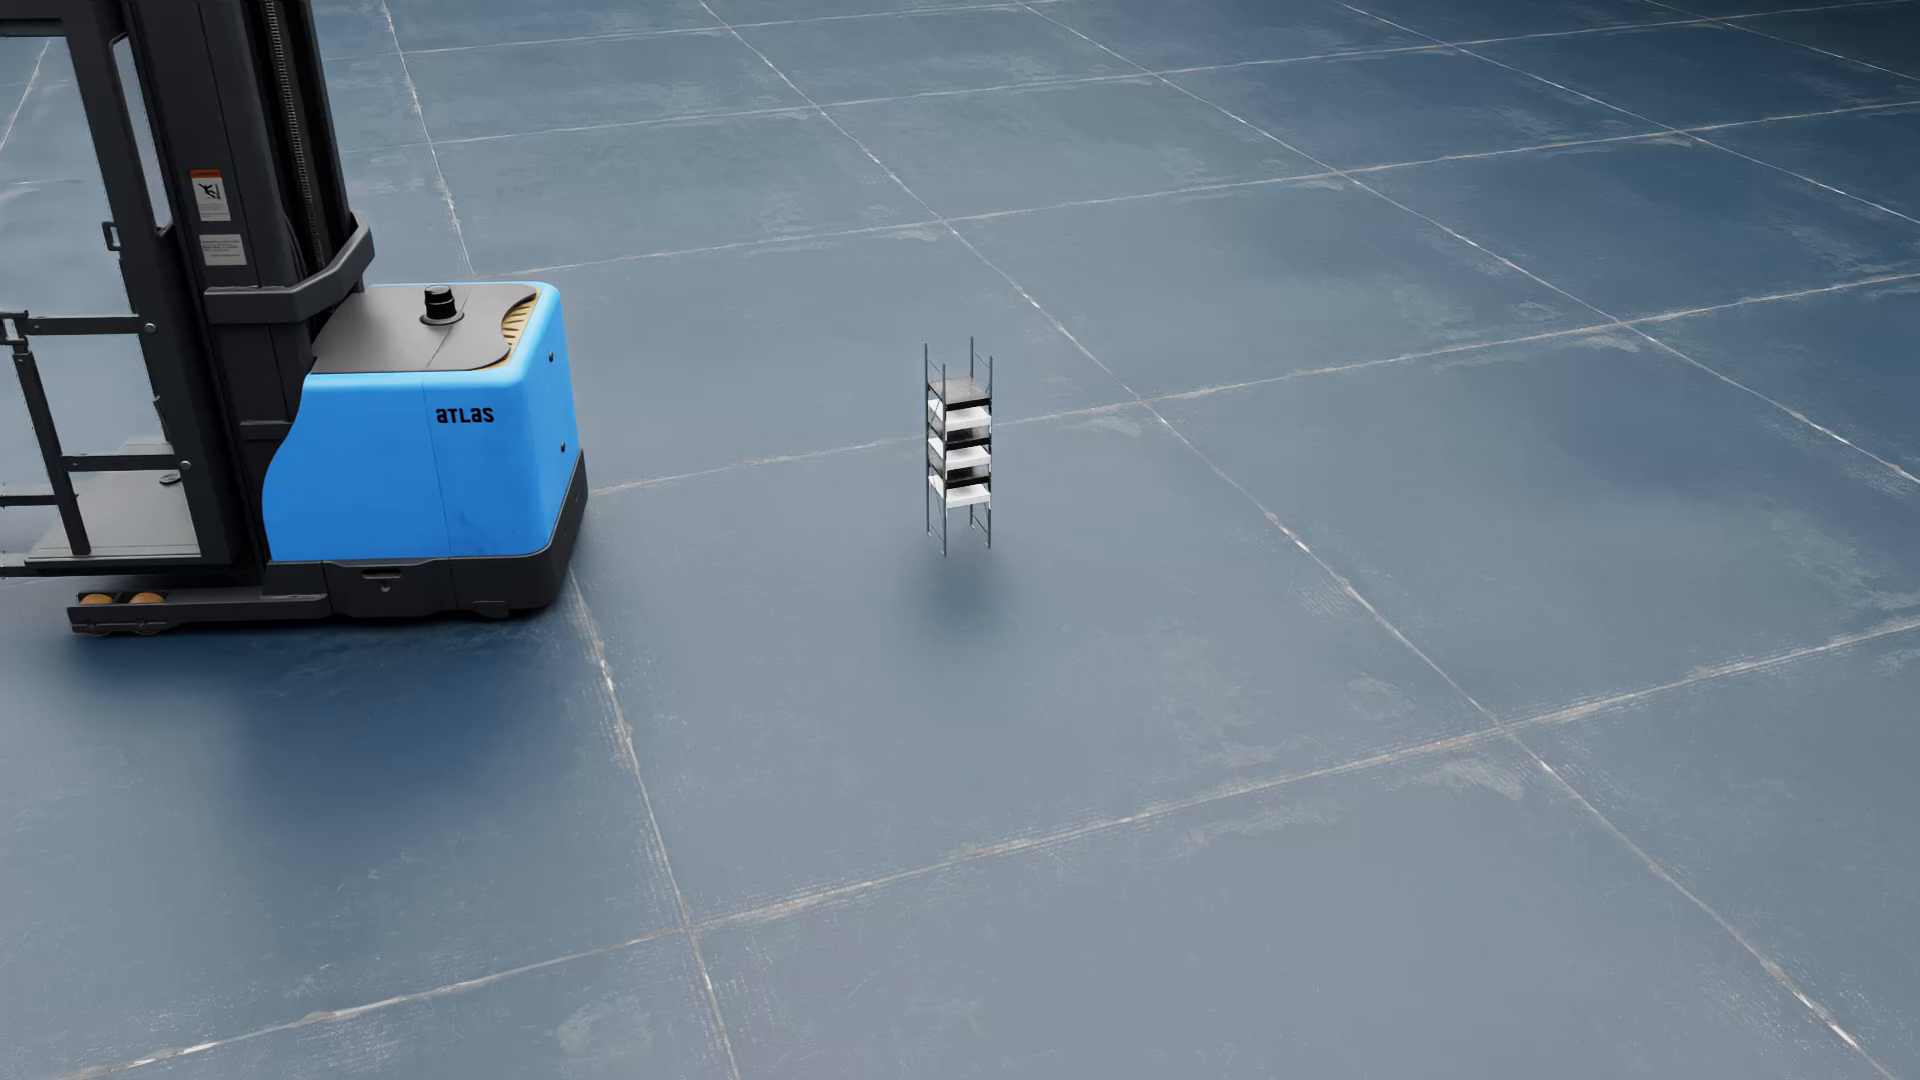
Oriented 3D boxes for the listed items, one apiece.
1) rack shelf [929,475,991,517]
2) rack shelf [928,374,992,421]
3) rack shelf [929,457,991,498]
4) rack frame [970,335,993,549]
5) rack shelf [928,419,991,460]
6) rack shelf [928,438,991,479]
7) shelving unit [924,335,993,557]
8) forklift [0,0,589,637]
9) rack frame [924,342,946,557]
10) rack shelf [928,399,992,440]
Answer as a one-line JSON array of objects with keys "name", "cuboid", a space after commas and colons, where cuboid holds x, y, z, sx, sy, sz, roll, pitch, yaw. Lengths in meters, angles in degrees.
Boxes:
[{"name": "rack shelf", "cuboid": [-0.008, -0.204, 7.130, 0.200, 0.077, 0.258, -10, 31, -18]}, {"name": "rack shelf", "cuboid": [-0.008, -0.595, 6.908, 0.200, 0.077, 0.258, -10, 31, -18]}, {"name": "rack shelf", "cuboid": [-0.008, -0.282, 7.086, 0.200, 0.077, 0.258, -10, 31, -18]}, {"name": "rack frame", "cuboid": [0.088, -0.407, 7.056, 0.006, 0.900, 0.240, -10, 31, -18]}, {"name": "rack shelf", "cuboid": [-0.008, -0.439, 6.997, 0.200, 0.077, 0.258, -10, 31, -18]}, {"name": "rack shelf", "cuboid": [-0.008, -0.361, 7.041, 0.200, 0.077, 0.258, -10, 31, -18]}, {"name": "shelving unit", "cuboid": [-0.008, -0.390, 7.025, 0.210, 0.900, 0.258, -10, 31, -18]}, {"name": "forklift", "cuboid": [-3.156, -1.161, 6.327, 3.031, 2.935, 1.130, -1, 30, -3]}, {"name": "rack frame", "cuboid": [-0.103, -0.372, 6.994, 0.006, 0.900, 0.240, -10, 31, -18]}, {"name": "rack shelf", "cuboid": [-0.008, -0.517, 6.952, 0.200, 0.077, 0.258, -10, 31, -18]}]
